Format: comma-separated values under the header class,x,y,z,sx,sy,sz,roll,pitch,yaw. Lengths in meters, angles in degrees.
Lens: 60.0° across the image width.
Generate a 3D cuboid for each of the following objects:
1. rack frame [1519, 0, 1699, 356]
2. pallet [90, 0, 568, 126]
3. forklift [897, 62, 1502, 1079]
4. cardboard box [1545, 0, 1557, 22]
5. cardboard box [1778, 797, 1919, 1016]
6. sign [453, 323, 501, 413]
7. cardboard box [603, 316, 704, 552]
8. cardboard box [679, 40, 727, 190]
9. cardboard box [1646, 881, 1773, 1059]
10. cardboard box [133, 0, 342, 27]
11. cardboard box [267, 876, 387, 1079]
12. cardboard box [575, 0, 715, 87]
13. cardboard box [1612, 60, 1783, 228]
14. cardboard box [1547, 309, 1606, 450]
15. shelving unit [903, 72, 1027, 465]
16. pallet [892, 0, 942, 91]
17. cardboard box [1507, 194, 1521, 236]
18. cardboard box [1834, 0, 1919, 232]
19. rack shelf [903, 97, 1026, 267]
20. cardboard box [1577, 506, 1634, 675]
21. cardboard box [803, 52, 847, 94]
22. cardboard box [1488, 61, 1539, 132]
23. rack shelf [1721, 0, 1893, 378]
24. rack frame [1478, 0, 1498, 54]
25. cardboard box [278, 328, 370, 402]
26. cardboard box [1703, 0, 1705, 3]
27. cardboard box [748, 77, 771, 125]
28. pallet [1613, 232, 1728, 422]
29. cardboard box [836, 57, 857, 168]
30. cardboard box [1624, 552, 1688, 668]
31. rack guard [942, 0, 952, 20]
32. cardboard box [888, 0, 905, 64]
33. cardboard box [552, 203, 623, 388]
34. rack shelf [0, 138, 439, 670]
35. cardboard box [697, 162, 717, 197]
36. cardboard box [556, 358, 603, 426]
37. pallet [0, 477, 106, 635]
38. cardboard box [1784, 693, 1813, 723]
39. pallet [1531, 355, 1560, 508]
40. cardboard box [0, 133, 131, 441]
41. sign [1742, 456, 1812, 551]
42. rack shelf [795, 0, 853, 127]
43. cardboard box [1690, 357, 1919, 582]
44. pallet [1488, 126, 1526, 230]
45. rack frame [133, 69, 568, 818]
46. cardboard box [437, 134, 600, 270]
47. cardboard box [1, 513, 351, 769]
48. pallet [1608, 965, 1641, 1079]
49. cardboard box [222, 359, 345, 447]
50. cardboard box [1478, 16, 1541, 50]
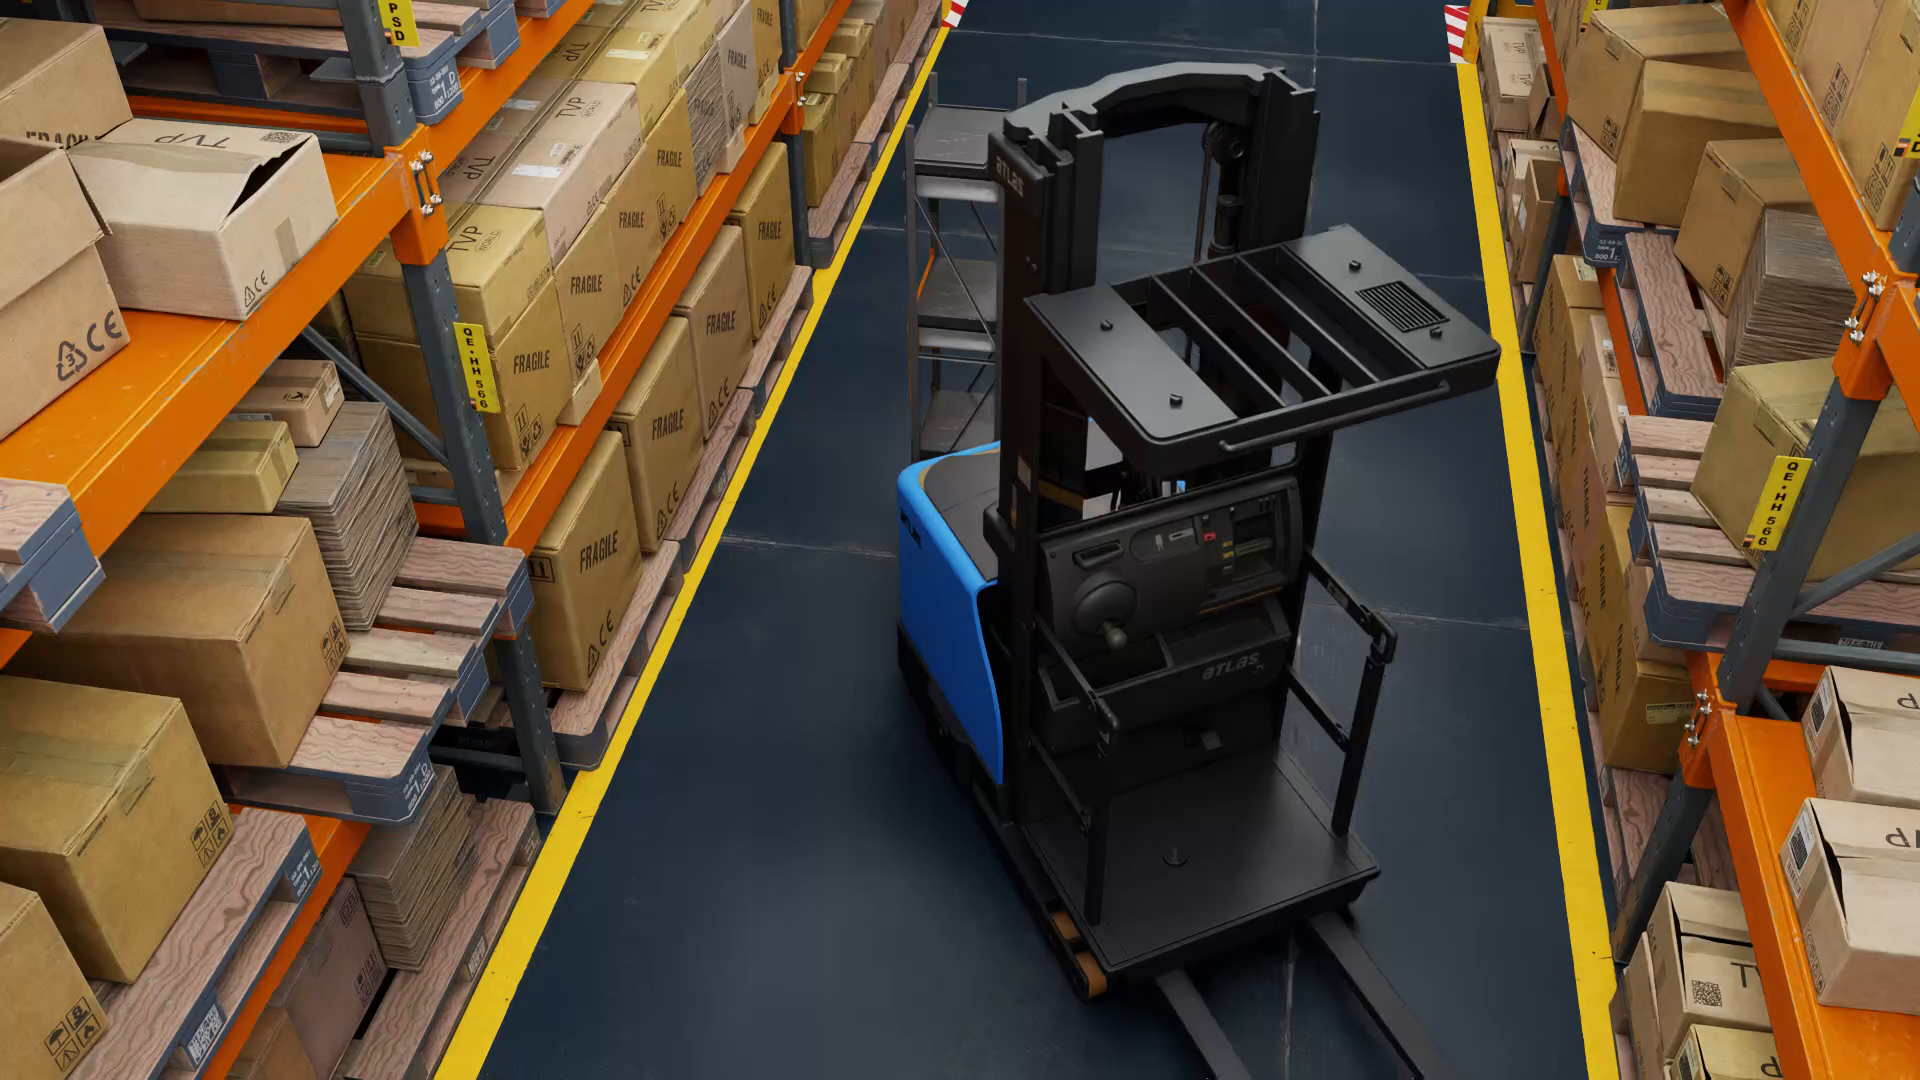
class,x,y,z,sx,sy,sz,roll,pitch,yaw
rack frame,3.524,-2.140,7.985,1.000,3.000,0.127,6,40,8
pallet,-1.988,-1.667,5.207,1.213,0.211,1.003,8,40,10
forklift,0.792,0.154,5.264,1.130,2.935,3.031,-16,42,-18
cardboard box,3.532,-3.167,9.148,0.500,0.500,0.500,7,40,9
cardboard box,2.486,0.944,4.324,0.500,0.311,0.500,6,40,7
sign,-1.512,-0.536,5.197,0.100,0.325,0.005,6,40,8
cardboard box,-1.633,-0.503,7.362,0.750,0.750,0.750,6,40,7
cardboard box,-1.361,-1.892,7.357,0.500,0.500,0.500,6,40,8
cardboard box,2.452,1.348,5.154,0.500,0.311,0.500,8,40,9
cardboard box,-2.022,-1.843,4.847,0.700,0.500,0.500,3,40,4
cardboard box,-2.325,1.388,5.334,0.700,0.500,0.500,6,40,8
cardboard box,-1.371,-2.173,7.108,0.500,0.250,0.500,7,40,9
cardboard box,3.165,-1.630,6.959,0.700,0.500,0.500,12,41,15
cardboard box,3.119,-0.734,7.900,0.500,0.500,0.500,7,40,8
shelving unit,0.029,-0.913,7.207,0.431,2.100,0.503,6,40,8
pallet,-0.725,-3.610,11.950,1.003,0.211,1.213,6,40,8
cardboard box,3.349,-1.842,9.516,0.380,0.149,0.250,6,40,8
cardboard box,2.874,-1.102,4.297,0.910,0.500,0.500,6,40,8
rack shelf,0.029,-1.442,6.769,0.431,0.518,0.480,6,40,8
cardboard box,2.852,0.226,6.739,0.500,0.500,0.500,5,40,6
cardboard box,-0.886,-2.786,9.888,0.380,0.149,0.250,8,40,9
cardboard box,3.670,-2.823,10.623,0.500,0.250,0.500,6,40,8
rack shelf,3.178,-1.764,5.740,1.077,0.370,4.000,6,40,8
rack frame,4.216,-4.651,11.021,1.000,3.000,0.127,6,40,8
cardboard box,-2.226,-0.660,5.867,0.500,0.500,0.500,7,40,8
cardboard box,3.881,-2.469,8.304,0.500,0.500,0.500,7,40,9
cardboard box,-1.156,-2.191,8.227,0.380,0.149,0.250,7,40,8
pallet,3.164,-0.777,6.487,1.003,0.211,1.213,6,40,8
cardboard box,-1.035,-2.656,10.240,0.700,0.500,0.500,6,40,7
cardboard box,2.768,0.226,6.150,0.500,0.250,0.500,8,40,9
rack guard,-0.659,-4.246,12.494,1.175,0.500,0.348,6,40,8
cardboard box,-0.772,-3.629,11.417,0.700,0.500,0.500,6,40,8
cardboard box,-1.612,-0.939,6.204,0.500,0.500,0.500,8,40,9
rack shelf,-2.394,0.202,3.362,1.077,0.370,4.000,6,40,8
cardboard box,-1.340,-1.715,7.652,0.380,0.149,0.250,6,40,8
cardboard box,-1.581,-0.581,6.280,0.380,0.149,0.250,8,40,9
pallet,-2.352,0.226,2.916,1.213,0.211,1.003,6,40,8
cardboard box,3.192,0.910,5.912,0.500,0.500,0.500,8,40,10
pallet,3.421,-0.551,8.251,1.003,0.211,1.213,6,40,8
cardboard box,-2.363,-0.574,3.640,0.797,0.503,0.637,12,41,14
sign,2.296,-0.100,4.670,0.100,0.325,0.005,6,40,8
rack shelf,-1.009,-3.662,10.390,1.077,0.370,4.000,6,40,8
cardboard box,2.830,-0.238,5.276,0.700,0.500,0.500,-6,40,-7
pallet,3.853,-2.264,10.323,1.003,0.211,1.213,6,40,8
rack frame,-2.048,-0.174,5.606,1.000,3.000,0.127,6,40,8
cardboard box,-1.623,-1.218,5.953,0.500,0.250,0.500,6,40,7
cardboard box,-2.189,0.268,4.648,0.700,0.500,0.500,3,40,3
pallet,2.651,1.957,5.217,1.003,0.211,1.213,6,40,8
cardboard box,-2.078,-0.412,4.962,0.380,0.149,0.250,2,40,2
cardboard box,3.805,-3.497,11.517,0.380,0.149,0.250,6,40,8
